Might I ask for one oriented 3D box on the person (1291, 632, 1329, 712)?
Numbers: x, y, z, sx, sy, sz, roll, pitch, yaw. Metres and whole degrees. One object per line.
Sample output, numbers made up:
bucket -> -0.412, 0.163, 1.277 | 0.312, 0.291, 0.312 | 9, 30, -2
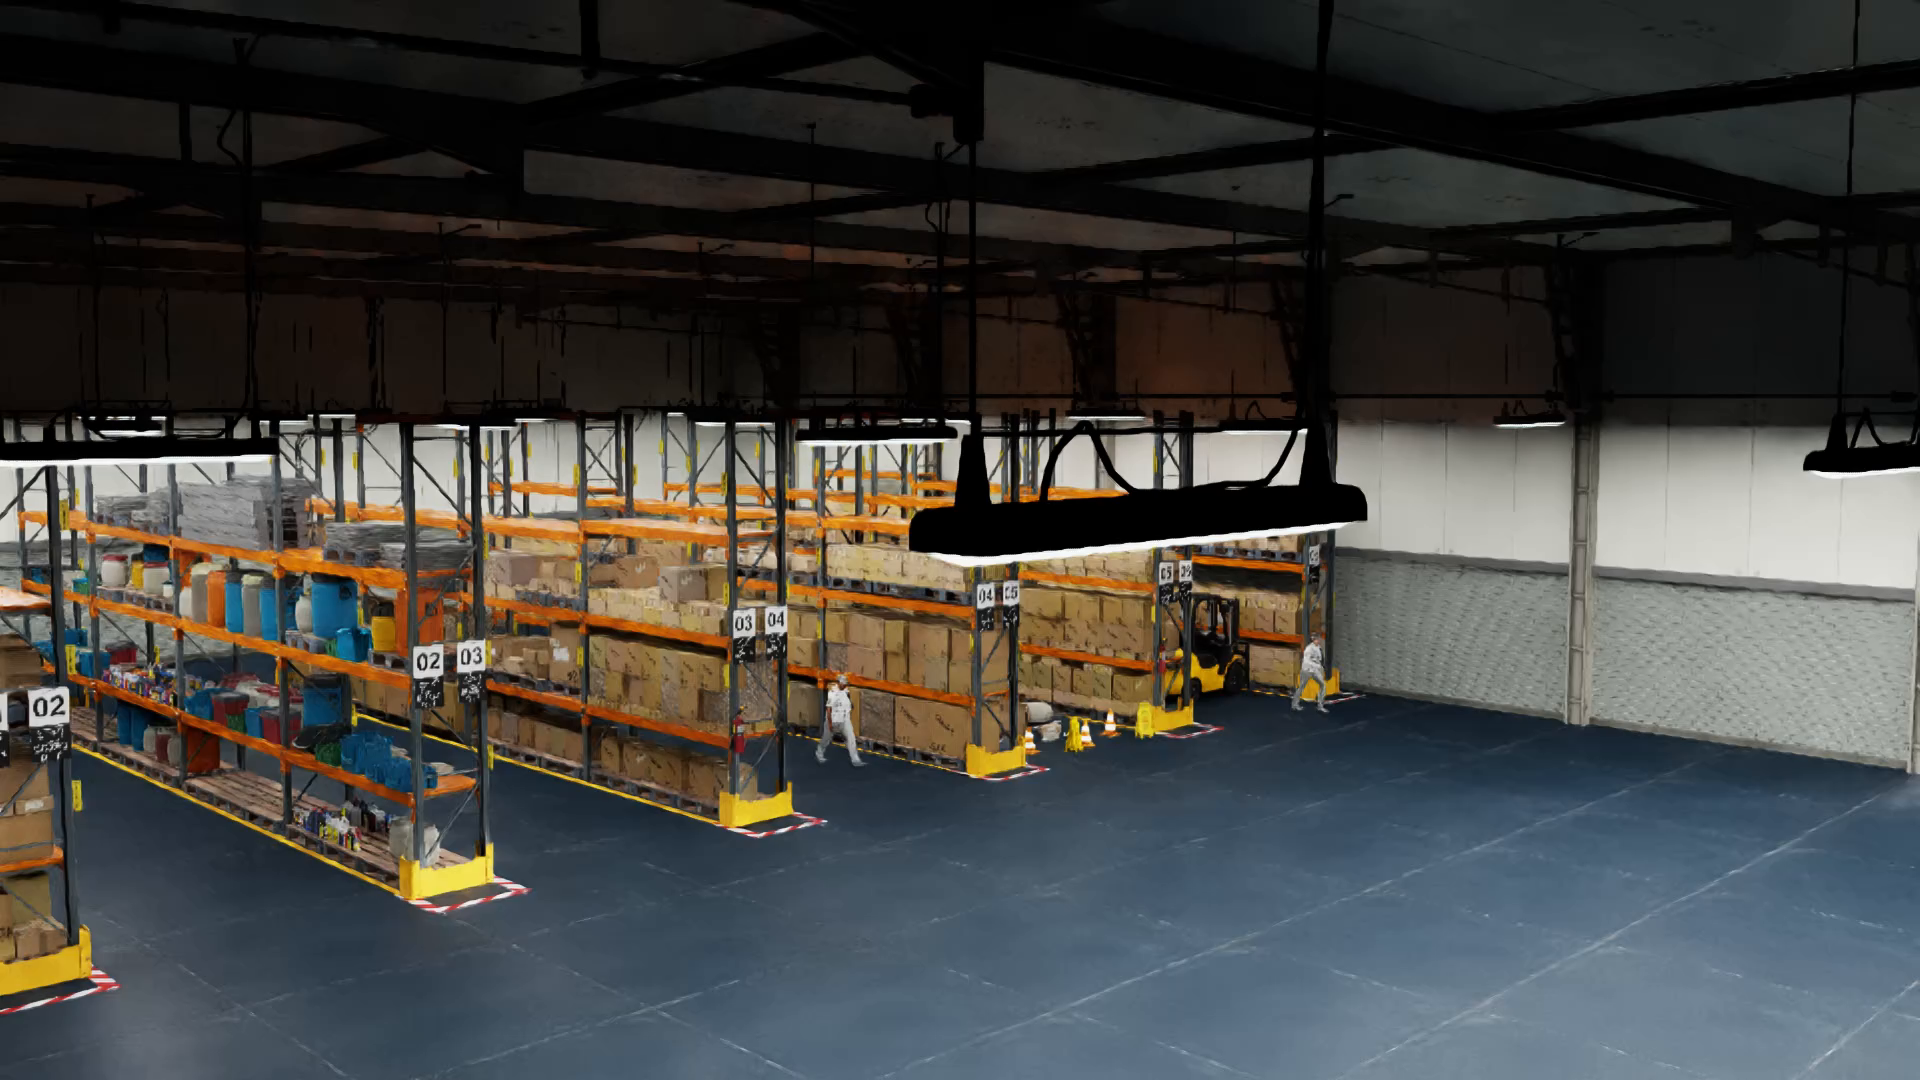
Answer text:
person -> 7.057, 2.627, 33.400 | 0.636, 1.616, 0.814 | -4, 6, -39

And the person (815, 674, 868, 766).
person -> -2.074, 3.062, 28.416 | 0.497, 1.582, 1.090 | -5, 7, -43

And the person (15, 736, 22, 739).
person -> -14.201, 3.342, 24.551 | 0.549, 1.735, 0.702 | 5, 7, 44
